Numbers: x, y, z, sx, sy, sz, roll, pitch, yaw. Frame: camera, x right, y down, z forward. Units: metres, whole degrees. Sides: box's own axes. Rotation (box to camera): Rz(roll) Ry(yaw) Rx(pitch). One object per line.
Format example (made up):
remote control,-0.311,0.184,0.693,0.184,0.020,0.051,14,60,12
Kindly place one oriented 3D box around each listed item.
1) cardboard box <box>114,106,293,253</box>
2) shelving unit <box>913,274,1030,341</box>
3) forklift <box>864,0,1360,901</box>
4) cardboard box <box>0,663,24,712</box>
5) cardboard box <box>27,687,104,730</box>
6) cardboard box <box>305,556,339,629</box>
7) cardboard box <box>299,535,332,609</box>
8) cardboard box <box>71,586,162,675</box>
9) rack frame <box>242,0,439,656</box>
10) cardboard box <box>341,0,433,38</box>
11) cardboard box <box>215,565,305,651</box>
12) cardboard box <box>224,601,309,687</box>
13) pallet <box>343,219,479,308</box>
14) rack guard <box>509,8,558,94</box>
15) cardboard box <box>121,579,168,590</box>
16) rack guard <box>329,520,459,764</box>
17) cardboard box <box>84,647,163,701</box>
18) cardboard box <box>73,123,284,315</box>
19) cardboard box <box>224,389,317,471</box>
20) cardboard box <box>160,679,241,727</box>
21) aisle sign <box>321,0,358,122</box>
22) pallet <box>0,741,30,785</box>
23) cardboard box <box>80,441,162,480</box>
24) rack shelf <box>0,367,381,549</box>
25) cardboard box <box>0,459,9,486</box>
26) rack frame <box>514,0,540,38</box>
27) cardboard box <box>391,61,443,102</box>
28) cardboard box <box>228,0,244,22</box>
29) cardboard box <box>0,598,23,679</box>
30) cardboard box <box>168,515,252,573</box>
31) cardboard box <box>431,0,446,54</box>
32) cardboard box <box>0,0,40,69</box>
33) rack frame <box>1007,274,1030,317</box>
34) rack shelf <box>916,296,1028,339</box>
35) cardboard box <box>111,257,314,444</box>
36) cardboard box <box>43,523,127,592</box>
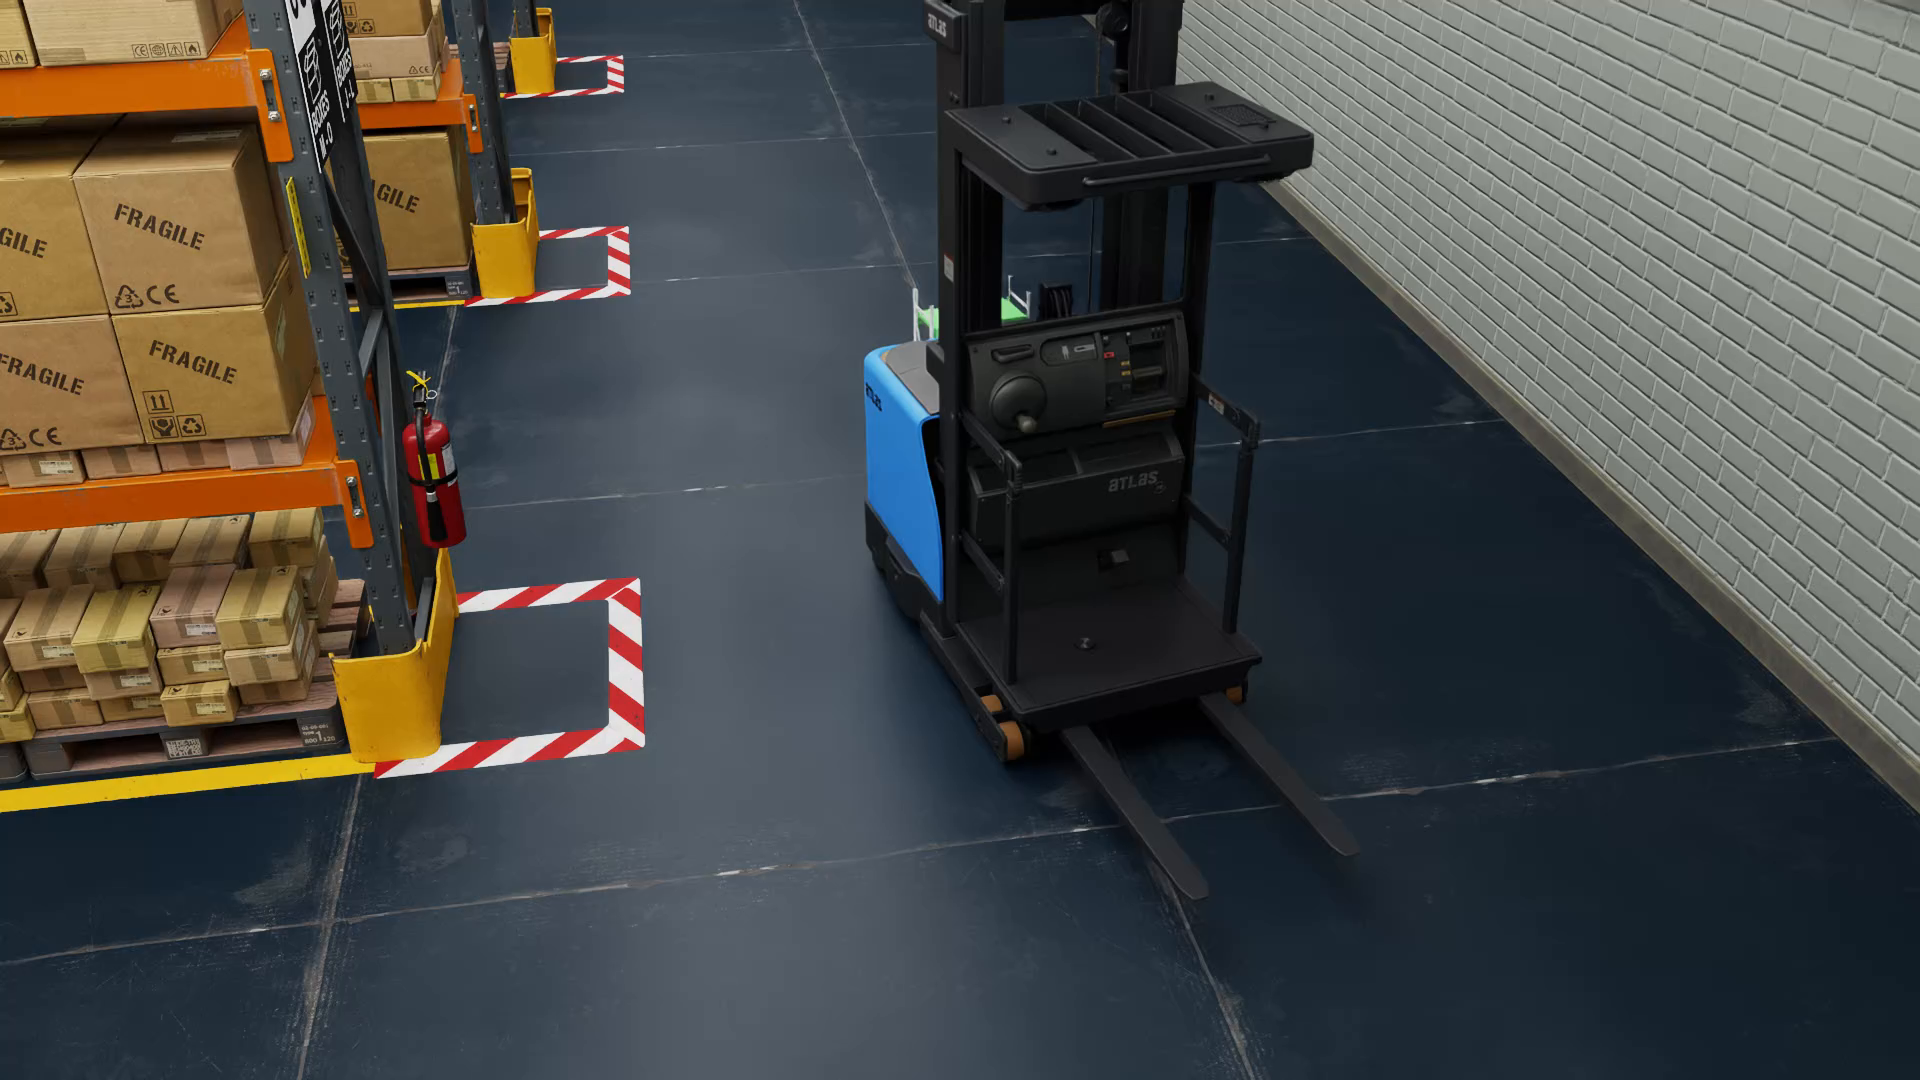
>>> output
cardboard box,-2.808,-1.392,6.280,0.500,0.500,0.500,-5,31,-9
shelving unit,0.055,-0.670,8.205,0.503,1.200,0.258,-11,32,-19
forklift,0.557,-0.609,6.394,1.130,2.935,3.031,-11,32,-19
cardboard box,-3.804,0.514,6.522,0.250,0.149,0.380,-5,31,-8
cardboard box,-3.550,0.586,6.693,0.250,0.149,0.380,-5,31,-8
cardboard box,-2.892,0.238,7.285,0.250,0.149,0.380,-5,31,-8
cardboard box,-2.880,0.141,7.156,0.250,0.149,0.380,-4,31,-7
cardboard box,-3.283,0.349,6.509,0.250,0.149,0.380,-6,31,-10
rack frame,-2.319,-0.699,6.479,0.127,3.000,1.000,-5,31,-9
cardboard box,-3.545,-3.392,10.174,0.500,0.500,0.500,-5,31,-8
cardboard box,-2.794,0.268,6.647,0.250,0.149,0.380,-5,31,-8
cardboard box,-2.786,0.412,6.695,0.250,0.149,0.380,-6,31,-10
pallet,-3.885,-1.867,11.216,1.213,0.211,1.003,-5,31,-9
rack guard,-3.983,-4.581,15.548,0.348,0.500,1.175,-5,31,-9
cardboard box,-3.385,0.204,7.048,0.250,0.149,0.380,-5,31,-8
rack guard,-2.393,0.386,7.100,0.348,0.500,1.175,-5,31,-9
cardboard box,-3.297,0.460,6.613,0.250,0.149,0.380,-7,31,-11
cardboard box,-2.724,-1.135,5.842,0.500,0.500,0.500,-6,31,-10
cardboard box,-2.588,-0.420,6.252,0.250,0.149,0.380,-5,31,-9
cardboard box,-3.034,0.575,6.710,0.250,0.149,0.380,-4,31,-7
aisle sign,-2.301,-1.975,6.085,0.004,0.787,0.394,-5,31,-9
pallet,-4.396,0.677,6.891,1.213,0.211,1.003,-5,31,-9
cardboard box,-3.084,-0.385,6.193,0.250,0.149,0.380,-6,31,-9
rack shelf,-4.286,-0.206,6.350,4.000,0.370,1.077,-5,31,-9
cardboard box,-3.595,-0.341,6.118,0.250,0.149,0.380,-7,31,-11
rack frame,-4.005,-5.650,14.900,0.127,3.000,1.000,-5,31,-9
cardboard box,-3.404,-2.876,10.429,0.250,0.149,0.380,-5,31,-8
cardboard box,-2.806,-2.013,5.903,0.500,0.250,0.500,-4,31,-7
cardboard box,-3.803,0.393,6.433,0.250,0.149,0.380,-4,31,-7
cardboard box,-3.145,0.057,7.006,0.250,0.149,0.380,-5,31,-8
cardboard box,-3.633,-3.335,10.817,0.500,0.250,0.500,-6,31,-10
cardboard box,-3.219,-1.703,5.376,0.500,0.250,0.500,-5,31,-9
rack frame,0.282,-0.716,8.282,0.015,1.200,0.240,-11,32,-19
rack shelf,0.054,-1.030,7.996,0.480,0.148,0.258,-11,32,-19
cardboard box,-2.714,-0.700,6.090,0.500,0.500,0.500,-5,31,-8
cardboard box,-3.645,0.080,6.967,0.250,0.149,0.380,-7,31,-11
